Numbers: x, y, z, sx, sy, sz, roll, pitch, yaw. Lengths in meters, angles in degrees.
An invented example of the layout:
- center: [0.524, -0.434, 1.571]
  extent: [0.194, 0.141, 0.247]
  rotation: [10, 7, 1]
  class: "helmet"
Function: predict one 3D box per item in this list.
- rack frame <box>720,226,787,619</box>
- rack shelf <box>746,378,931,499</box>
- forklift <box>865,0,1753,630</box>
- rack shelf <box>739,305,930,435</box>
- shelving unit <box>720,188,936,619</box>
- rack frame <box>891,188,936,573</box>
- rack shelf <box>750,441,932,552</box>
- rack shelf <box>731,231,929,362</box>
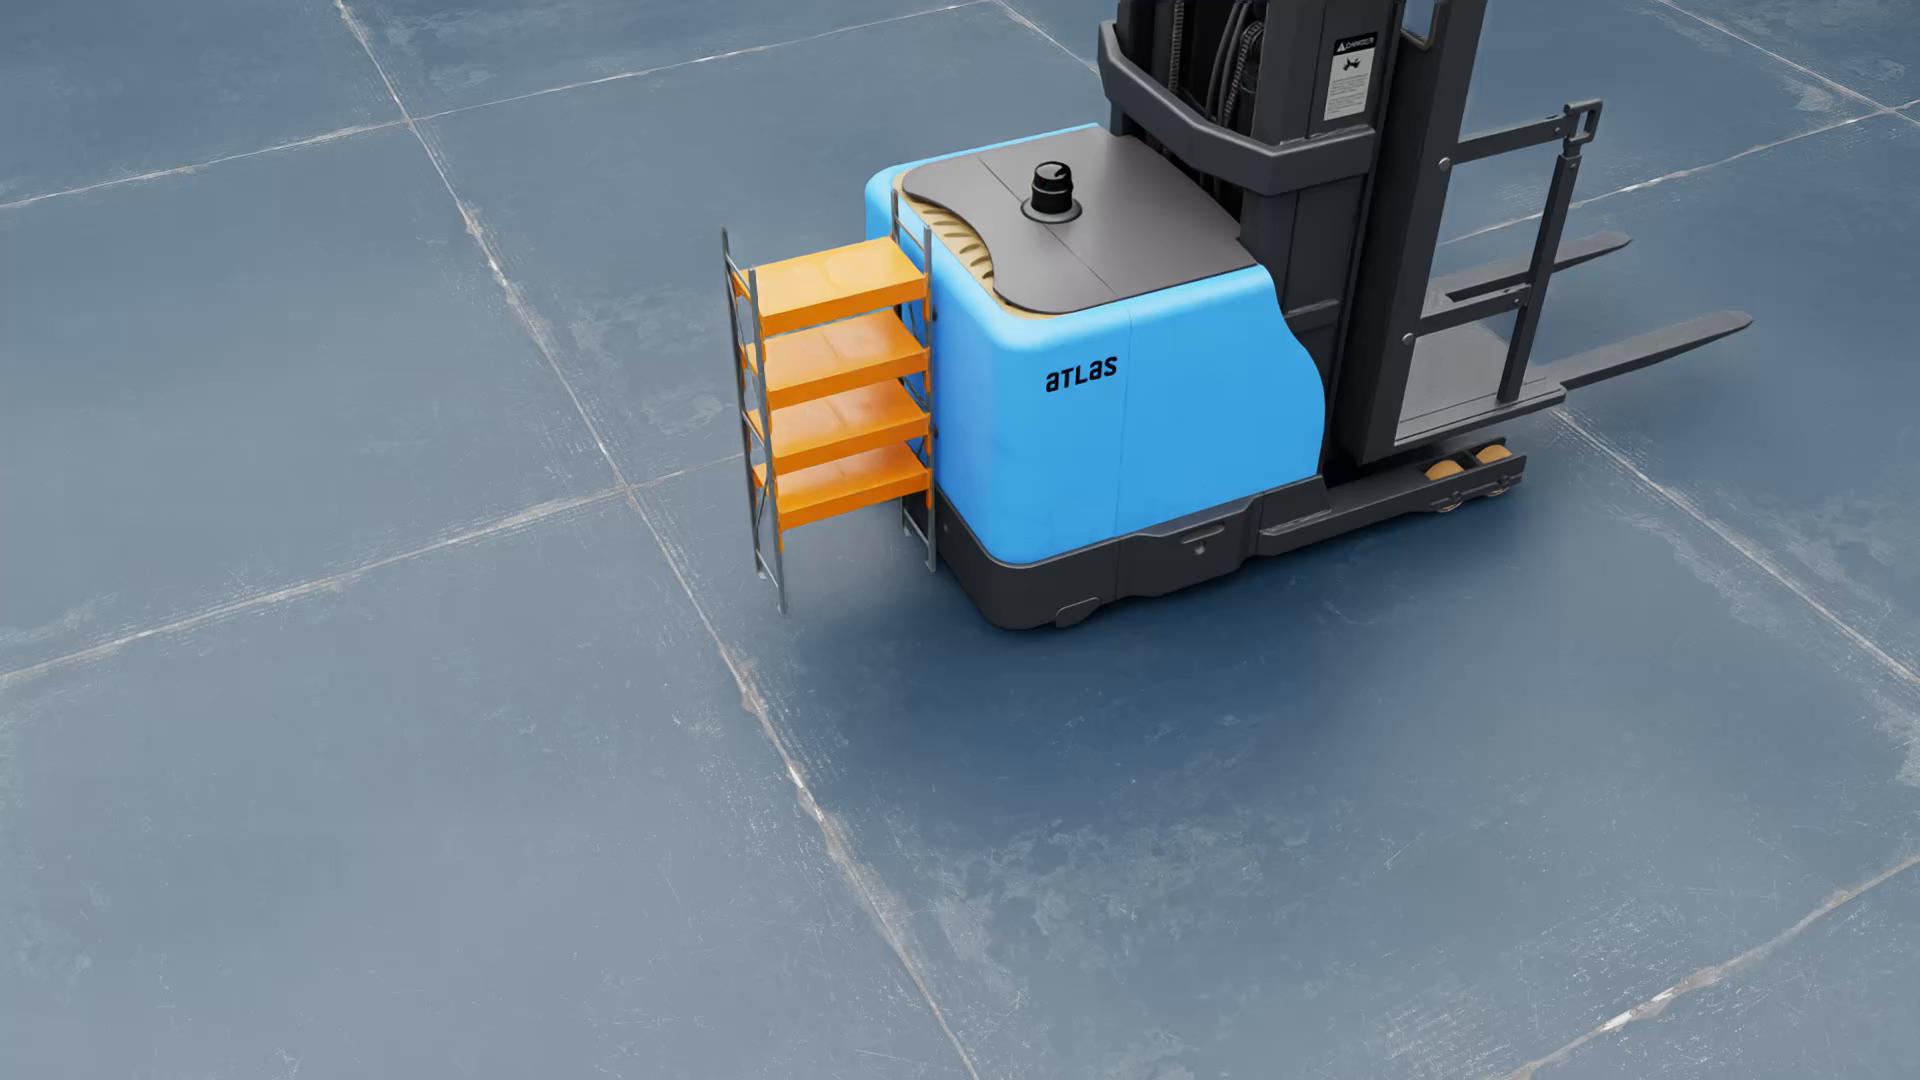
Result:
- center: [-0.574, -0.295, 4.670]
  extent: [0.015, 1.200, 0.240]
  rotation: [-17, 43, -19]
  class: "rack frame"
- center: [-0.353, -0.310, 4.792]
  extent: [0.480, 0.148, 0.258]
  rotation: [-17, 43, -19]
  class: "rack shelf"
- center: [1.266, -1.501, 4.754]
  extent: [3.031, 2.935, 1.130]
  rotation: [-17, 43, -19]
  class: "forklift"
- center: [-0.353, -0.481, 4.647]
  extent: [0.480, 0.148, 0.258]
  rotation: [-17, 43, -19]
  class: "rack shelf"
- center: [-0.353, -0.362, 4.749]
  extent: [0.503, 1.200, 0.258]
  rotation: [-17, 43, -19]
  class: "shelving unit"
- center: [-0.132, -0.428, 4.827]
  extent: [0.015, 1.200, 0.240]
  rotation: [-17, 43, -19]
  class: "rack frame"
- center: [-0.353, -0.159, 4.920]
  extent: [0.480, 0.148, 0.258]
  rotation: [-17, 43, -19]
  class: "rack shelf"
- center: [-0.353, -0.662, 4.495]
  extent: [0.480, 0.148, 0.258]
  rotation: [-17, 43, -19]
  class: "rack shelf"
